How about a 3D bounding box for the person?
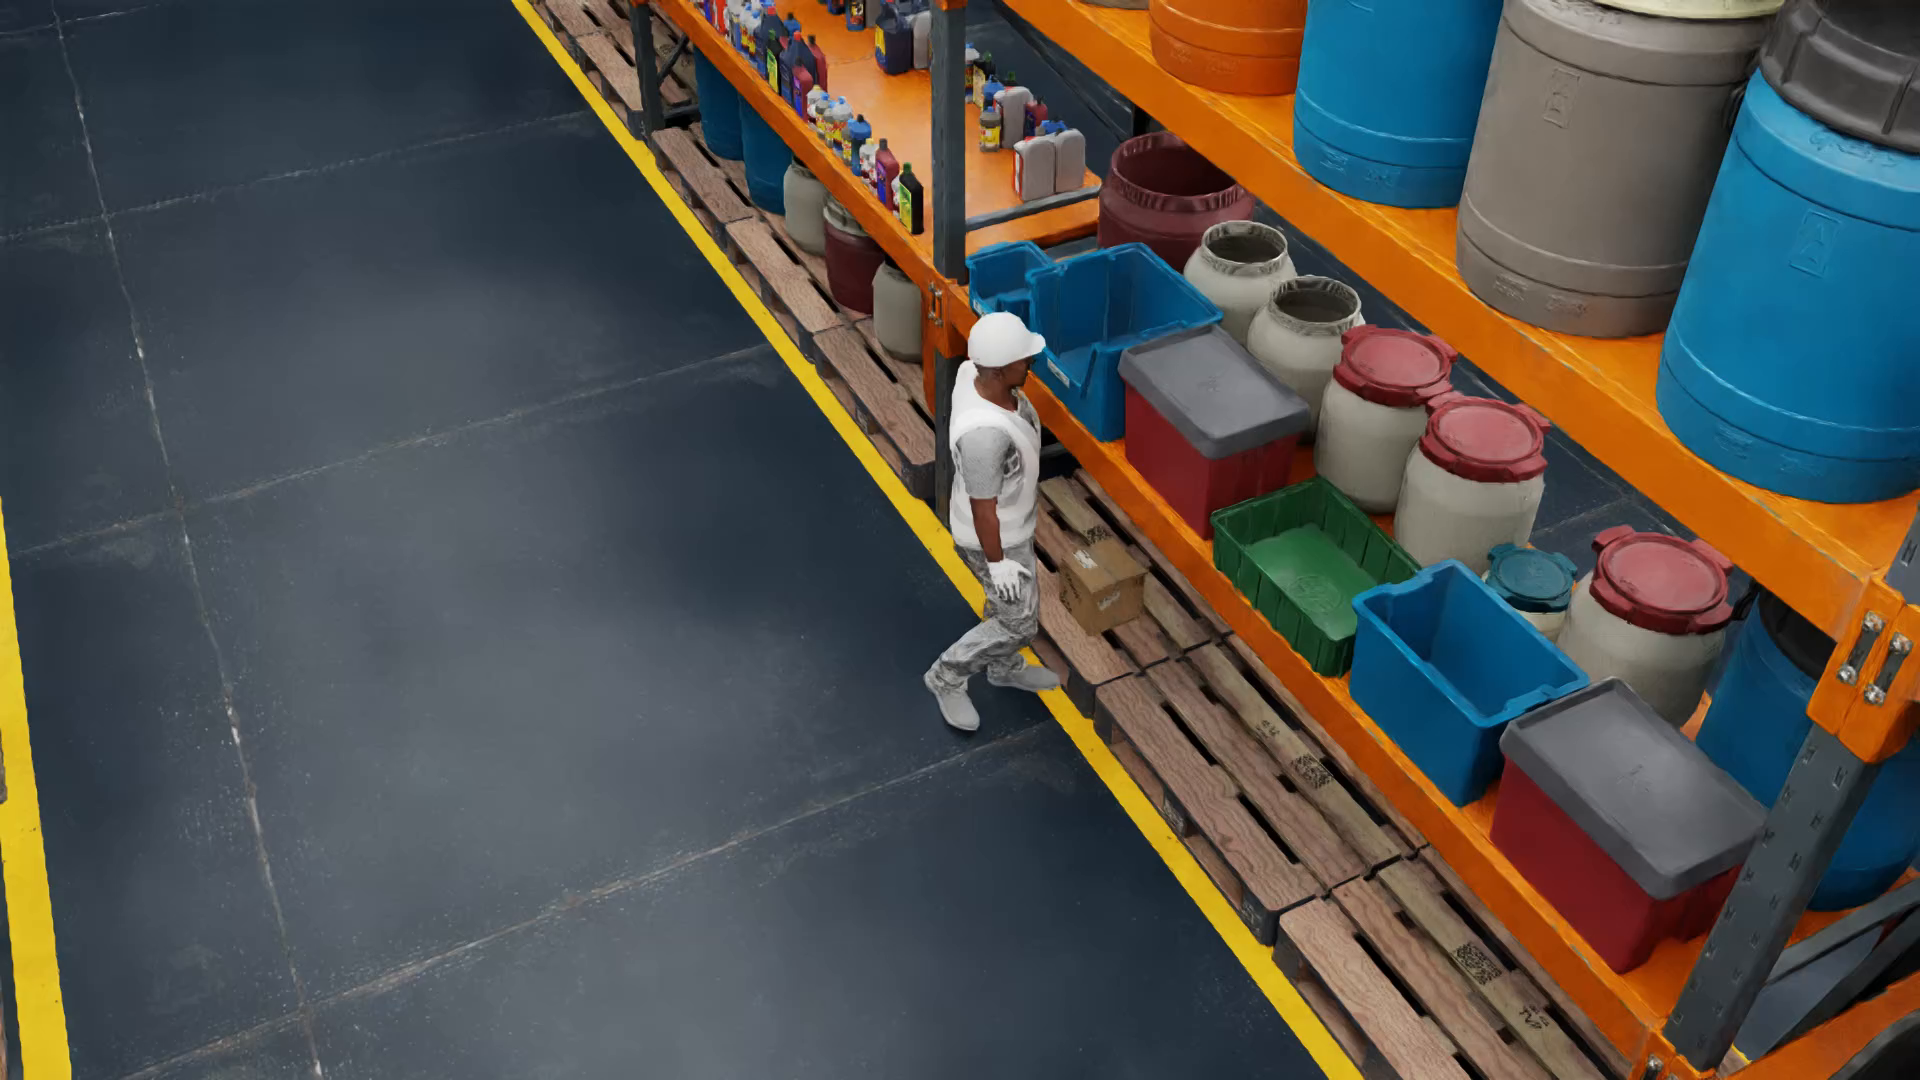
[{"bbox_3d":[0.136,-0.075,6.237,0.556,1.793,0.633,1,41,1],"label":"person"}]
